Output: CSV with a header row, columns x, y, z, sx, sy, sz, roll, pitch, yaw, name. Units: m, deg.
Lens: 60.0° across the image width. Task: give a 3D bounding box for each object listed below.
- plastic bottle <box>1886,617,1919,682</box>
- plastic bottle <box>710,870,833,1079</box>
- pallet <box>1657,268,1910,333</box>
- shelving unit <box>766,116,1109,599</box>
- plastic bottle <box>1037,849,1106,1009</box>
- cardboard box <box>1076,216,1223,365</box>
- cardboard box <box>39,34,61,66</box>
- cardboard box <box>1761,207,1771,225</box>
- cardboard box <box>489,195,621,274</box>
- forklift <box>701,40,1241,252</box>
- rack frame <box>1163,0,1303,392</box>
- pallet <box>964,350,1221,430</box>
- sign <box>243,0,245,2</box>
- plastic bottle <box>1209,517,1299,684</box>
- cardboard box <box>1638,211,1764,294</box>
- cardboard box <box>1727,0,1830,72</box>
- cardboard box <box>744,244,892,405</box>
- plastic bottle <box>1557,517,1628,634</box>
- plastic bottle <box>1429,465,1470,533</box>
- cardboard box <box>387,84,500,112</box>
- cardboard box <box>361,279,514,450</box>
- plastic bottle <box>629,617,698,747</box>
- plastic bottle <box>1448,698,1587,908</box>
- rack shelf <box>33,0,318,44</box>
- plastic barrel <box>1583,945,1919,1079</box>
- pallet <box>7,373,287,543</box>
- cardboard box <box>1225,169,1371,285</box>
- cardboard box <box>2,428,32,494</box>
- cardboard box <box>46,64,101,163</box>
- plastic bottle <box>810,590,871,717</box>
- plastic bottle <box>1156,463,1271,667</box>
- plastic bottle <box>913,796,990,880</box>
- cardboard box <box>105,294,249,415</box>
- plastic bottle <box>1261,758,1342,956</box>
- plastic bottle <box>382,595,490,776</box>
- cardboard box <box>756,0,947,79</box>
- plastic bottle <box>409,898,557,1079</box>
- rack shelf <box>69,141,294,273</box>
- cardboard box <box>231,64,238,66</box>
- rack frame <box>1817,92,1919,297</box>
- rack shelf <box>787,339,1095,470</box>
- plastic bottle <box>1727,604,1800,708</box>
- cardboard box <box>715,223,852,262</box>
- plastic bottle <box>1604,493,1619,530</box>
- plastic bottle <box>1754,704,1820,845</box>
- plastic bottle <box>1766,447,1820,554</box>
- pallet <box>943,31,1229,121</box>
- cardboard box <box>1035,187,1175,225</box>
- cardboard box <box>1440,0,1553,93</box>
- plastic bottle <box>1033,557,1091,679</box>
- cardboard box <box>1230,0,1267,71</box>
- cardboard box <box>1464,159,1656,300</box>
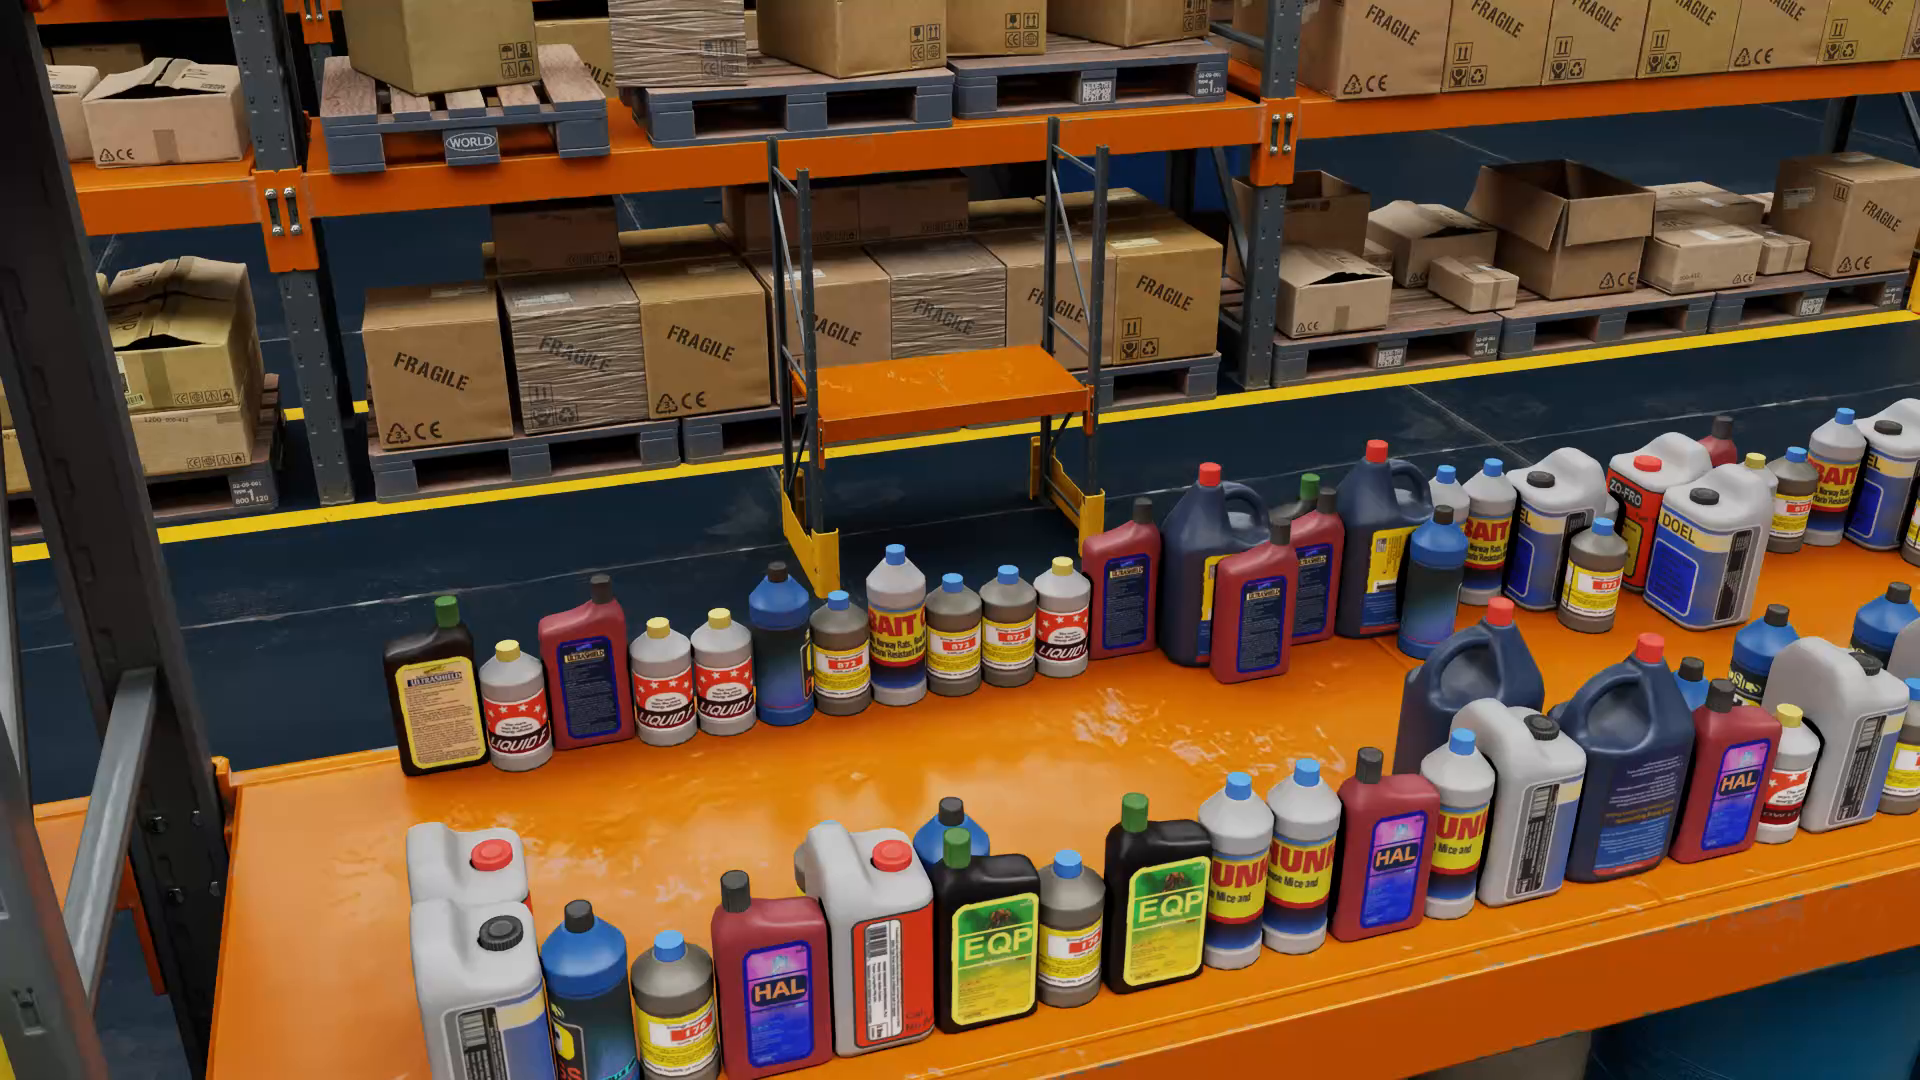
x,y,z,sx,sy,sz,roll,pitch,yaw,name
1.512,0.241,2.531,0.135,0.276,0.152,-8,28,-16,plastic bottle
-0.224,0.510,1.980,0.133,0.283,0.061,-8,28,-16,plastic bottle
4.184,-1.420,8.873,1.213,0.211,1.003,-8,28,-16,pallet
-0.072,-0.661,5.895,1.083,1.500,0.587,-8,28,-16,shelving unit
0.135,0.487,2.120,0.097,0.201,0.097,0,26,0,plastic bottle
0.830,-1.127,7.463,0.500,0.500,0.500,-8,28,-16,cardboard box
-5.847,-2.949,10.290,0.500,0.250,0.500,-8,28,-16,cardboard box
4.272,-1.771,9.135,0.250,0.166,0.380,-8,28,-16,cardboard box
-1.724,-1.339,7.046,0.500,0.250,0.500,-7,27,-14,cardboard box
0.016,-3.038,9.074,3.031,2.935,1.130,-2,26,-5,forklift
1.211,-2.239,7.386,0.127,3.000,1.000,-8,28,-16,rack frame
0.449,-0.862,7.748,1.213,0.211,1.003,-8,28,-16,pallet
-2.417,-1.972,5.547,0.005,0.325,0.100,-8,28,-16,sign
0.498,0.101,2.804,0.133,0.283,0.061,-8,28,-16,plastic bottle
3.661,-1.458,8.411,0.500,0.250,0.500,-8,28,-16,cardboard box
3.704,-2.518,7.837,0.500,0.500,0.500,-8,28,-16,cardboard box
-0.602,-0.923,7.052,0.500,0.500,0.500,-9,28,-18,cardboard box
1.139,0.057,2.985,0.097,0.201,0.097,0,26,0,plastic bottle
0.871,-0.006,3.034,0.097,0.271,0.097,0,26,0,plastic bottle
-3.390,-3.053,10.971,0.750,0.750,0.750,-9,28,-17,cardboard box
-2.071,-0.707,6.618,0.500,0.500,0.500,-7,27,-14,cardboard box
-0.475,0.220,2.657,0.097,0.201,0.097,0,26,0,plastic bottle
0.768,0.349,2.314,0.135,0.276,0.152,-8,28,-16,plastic bottle
-6.032,-3.184,10.100,4.000,0.370,1.077,-8,28,-16,rack shelf
1.545,0.773,3.207,0.708,0.901,0.600,-8,28,-16,plastic barrel
-3.387,-0.342,6.702,1.213,0.211,1.003,-8,28,-16,pallet
1.665,-1.515,8.244,0.500,0.500,0.500,-8,28,-16,cardboard box
-3.506,-0.396,6.295,0.500,0.250,0.500,-9,28,-17,cardboard box
-3.503,-1.607,6.213,0.500,0.311,0.500,-9,28,-17,cardboard box
-0.197,0.180,2.738,0.097,0.201,0.097,0,26,0,plastic bottle
0.441,0.031,2.869,0.185,0.351,0.144,-8,28,-16,plastic bottle
-0.011,0.448,2.119,0.097,0.271,0.097,0,26,0,plastic bottle
-3.014,-0.719,6.315,0.500,0.311,0.500,-8,27,-15,cardboard box
0.447,0.410,2.196,0.097,0.271,0.097,0,26,0,plastic bottle
-0.810,0.223,2.559,0.133,0.283,0.061,-8,28,-16,plastic bottle
-0.450,-2.202,6.728,0.500,0.500,0.700,-16,31,-29,cardboard box
-0.551,0.540,1.929,0.135,0.276,0.152,-8,28,-16,plastic bottle
-4.494,-1.090,5.882,4.000,0.370,1.077,-8,28,-16,rack shelf
-4.799,-2.738,10.708,0.500,0.500,0.700,-8,27,-15,cardboard box
5.014,-2.790,8.496,0.127,3.000,1.000,-8,28,-16,rack frame
-0.081,-0.499,5.973,1.000,0.185,0.538,-8,28,-16,rack shelf
1.235,0.225,2.569,0.097,0.271,0.097,0,26,0,plastic bottle
-0.787,-1.139,7.488,0.500,0.500,0.500,-9,28,-18,cardboard box
1.184,-0.020,3.141,0.097,0.201,0.097,0,26,0,plastic bottle
1.189,0.334,2.428,0.097,0.201,0.097,0,26,0,plastic bottle
1.624,-0.084,3.269,0.097,0.201,0.097,0,26,0,plastic bottle
0.417,-2.089,7.300,1.213,0.211,1.003,-8,28,-16,pallet
0.675,-1.353,7.918,0.500,0.500,0.500,-10,28,-18,cardboard box
2.266,-2.310,7.418,0.500,0.500,0.500,-8,27,-15,cardboard box
0.173,0.126,2.846,0.097,0.201,0.097,0,26,0,plastic bottle
1.607,-2.461,7.721,0.500,0.500,0.500,-8,27,-15,cardboard box
2.996,-1.579,8.369,0.637,0.503,0.797,-8,28,-16,cardboard box
